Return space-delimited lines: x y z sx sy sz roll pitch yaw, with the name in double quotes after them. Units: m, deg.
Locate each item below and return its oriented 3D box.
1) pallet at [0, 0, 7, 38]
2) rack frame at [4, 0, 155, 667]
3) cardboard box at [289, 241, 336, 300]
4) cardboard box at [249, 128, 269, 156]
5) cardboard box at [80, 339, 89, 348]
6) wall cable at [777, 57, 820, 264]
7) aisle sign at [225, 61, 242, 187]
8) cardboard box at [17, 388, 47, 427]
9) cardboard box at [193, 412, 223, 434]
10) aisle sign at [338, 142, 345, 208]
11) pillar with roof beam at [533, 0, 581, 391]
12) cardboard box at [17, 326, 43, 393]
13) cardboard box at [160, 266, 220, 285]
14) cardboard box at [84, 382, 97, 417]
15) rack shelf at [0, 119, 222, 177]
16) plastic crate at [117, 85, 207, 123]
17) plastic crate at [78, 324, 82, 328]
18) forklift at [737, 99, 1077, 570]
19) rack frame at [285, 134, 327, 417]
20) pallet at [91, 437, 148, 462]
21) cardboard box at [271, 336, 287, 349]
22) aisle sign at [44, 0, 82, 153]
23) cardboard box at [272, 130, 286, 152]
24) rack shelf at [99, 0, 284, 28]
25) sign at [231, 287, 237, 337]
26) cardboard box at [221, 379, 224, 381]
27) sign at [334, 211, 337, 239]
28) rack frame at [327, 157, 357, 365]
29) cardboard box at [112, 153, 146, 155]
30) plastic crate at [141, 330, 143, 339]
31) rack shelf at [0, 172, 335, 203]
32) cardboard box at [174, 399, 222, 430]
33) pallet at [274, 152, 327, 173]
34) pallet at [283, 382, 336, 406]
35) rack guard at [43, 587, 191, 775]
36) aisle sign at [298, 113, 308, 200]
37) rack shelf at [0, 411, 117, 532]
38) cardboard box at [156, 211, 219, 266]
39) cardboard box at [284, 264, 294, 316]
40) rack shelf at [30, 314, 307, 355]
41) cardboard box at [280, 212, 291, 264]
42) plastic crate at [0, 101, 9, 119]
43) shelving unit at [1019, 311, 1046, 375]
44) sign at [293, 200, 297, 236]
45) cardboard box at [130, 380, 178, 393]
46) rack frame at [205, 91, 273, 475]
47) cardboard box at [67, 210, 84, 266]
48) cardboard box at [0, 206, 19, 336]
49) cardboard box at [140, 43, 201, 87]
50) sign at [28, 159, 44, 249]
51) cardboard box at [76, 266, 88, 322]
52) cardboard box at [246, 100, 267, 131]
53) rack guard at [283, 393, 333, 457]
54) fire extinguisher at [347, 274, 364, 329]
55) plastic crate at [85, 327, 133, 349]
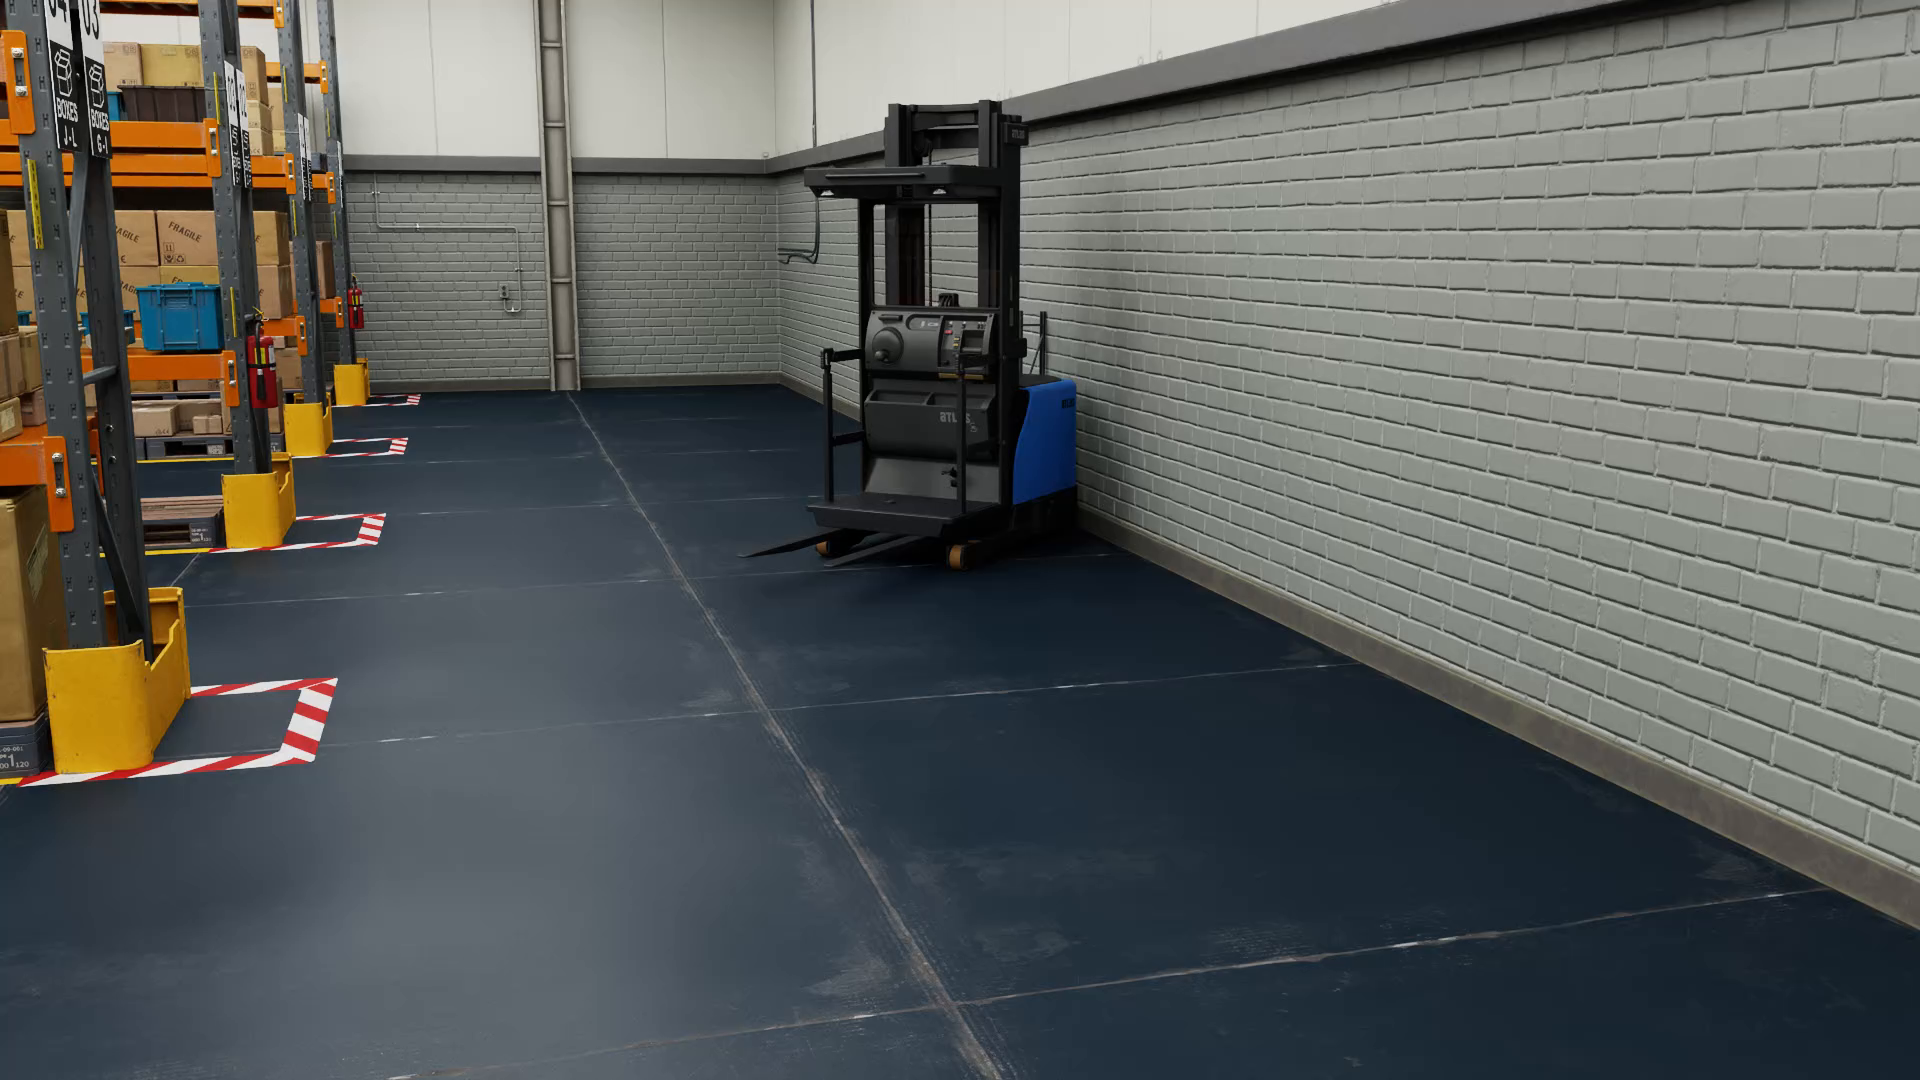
-4.292 -2.051 6.363 1.213 0.211 1.003 -3 11 -16 "pallet"
-3.582 -0.659 6.840 0.127 3.000 1.000 -3 11 -16 "rack frame"
-8.223 -3.362 20.695 0.700 0.700 0.980 -3 11 -13 "cardboard box"
-6.767 -3.711 15.547 0.500 0.250 0.500 -3 11 -16 "cardboard box"
-10.450 -2.341 19.933 0.250 0.149 0.380 -3 11 -14 "cardboard box"
-2.205 -4.889 21.827 0.112 2.526 3.097 -3 11 -16 "wall cable"
-4.816 -2.751 11.025 0.004 0.787 0.394 -3 11 -16 "aisle sign"
-4.016 -0.575 7.077 0.250 0.149 0.380 -3 11 -15 "cardboard box"
-7.215 -1.129 16.004 0.250 0.166 0.380 -3 11 -16 "cardboard box"
-7.583 -4.472 20.373 0.004 0.787 0.394 -3 11 -16 "aisle sign"
-4.182 -5.731 17.823 0.400 9.000 9.100 -3 11 -16 "pillar with roof beam"
-4.119 -0.754 6.950 0.500 0.250 0.500 -3 11 -17 "cardboard box"
-7.199 -2.333 15.660 0.500 0.500 0.500 -3 11 -15 "cardboard box"
-8.386 -1.263 15.803 0.637 0.503 0.797 -3 11 -16 "cardboard box"
-6.887 -2.540 10.761 4.000 0.370 1.077 -3 11 -16 "rack shelf"
-5.414 -2.960 11.415 0.590 0.269 0.497 -3 11 -16 "plastic crate"
-6.278 -1.428 11.582 0.298 0.136 0.250 -3 11 -16 "plastic crate"
-0.300 -1.341 10.737 1.130 2.935 3.031 6 12 28 "forklift"
-6.348 -2.381 16.196 0.127 3.000 1.000 -3 11 -16 "rack frame"
-8.355 -0.904 15.875 1.213 0.211 1.003 -3 11 -16 "pallet"
-8.452 -2.447 20.507 0.250 0.149 0.380 -3 11 -17 "cardboard box"
-3.429 -1.889 6.341 0.004 0.787 0.394 -3 11 -16 "aisle sign"
-8.365 -4.816 20.115 0.500 0.250 0.500 -3 11 -14 "cardboard box"
-8.268 -4.875 15.168 4.000 0.370 1.077 -3 11 -16 "rack shelf"
-4.797 -1.505 10.987 0.005 0.325 0.100 -3 11 -16 "sign"
-8.860 -2.141 20.636 0.500 0.500 0.700 -3 11 -16 "cardboard box"
-7.598 -3.833 20.230 0.005 0.325 0.100 -3 11 -16 "sign"
-7.736 -3.242 20.872 0.127 3.000 1.000 -3 11 -16 "rack frame"
-7.727 -3.660 15.271 0.500 0.250 0.500 -3 11 -16 "cardboard box"
-5.627 -1.463 11.769 0.298 0.136 0.250 -3 11 -16 "plastic crate"
-9.656 -4.262 20.116 4.000 0.370 1.077 -3 11 -16 "rack shelf"
-7.429 -1.242 16.386 0.500 0.250 0.500 -3 11 -16 "cardboard box"
-8.445 -4.634 20.395 1.213 0.211 1.003 -3 11 -16 "pallet"
-8.482 -1.817 20.831 1.213 0.211 1.003 -3 11 -16 "pallet"
-3.559 0.569 7.073 0.348 0.500 1.175 -3 11 -16 "rack guard"
-6.197 -3.610 15.690 0.004 0.787 0.394 -3 11 -16 "aisle sign"
-5.503 -0.204 6.356 4.000 0.370 1.077 -3 11 -16 "rack shelf"
-7.183 -2.826 15.574 0.500 0.500 0.500 -3 11 -14 "cardboard box"
-6.847 -2.454 16.313 0.500 0.500 0.500 -3 11 -15 "cardboard box"
-8.268 -1.926 15.711 4.000 0.370 1.077 -3 11 -16 "rack shelf"
-6.847 -2.945 16.223 0.500 0.500 0.500 -3 11 -14 "cardboard box"
-6.511 -2.935 11.091 0.767 0.338 0.504 -3 11 -16 "plastic crate"
0.065 -0.990 12.676 1.048 1.500 0.538 4 8 24 "shelving unit"
-6.212 -3.008 15.533 0.005 0.325 0.100 -3 11 -16 "sign"
-9.853 -2.087 20.344 0.500 0.500 0.700 -3 11 -15 "cardboard box"
-4.967 -1.520 11.517 0.127 3.000 1.000 -3 11 -16 "rack frame"
-8.173 -2.773 15.286 0.500 0.500 0.500 -3 11 -14 "cardboard box"
-3.977 -1.030 6.377 0.500 0.500 0.500 -3 11 -15 "cardboard box"
-7.340 -4.358 15.610 0.500 0.500 0.700 -3 11 -16 "cardboard box"
-3.444 -1.250 6.198 0.005 0.325 0.100 -3 11 -16 "sign"
-8.163 -2.284 15.390 0.500 0.500 0.500 -3 11 -17 "cardboard box"
-6.770 -3.958 15.510 0.500 0.250 0.500 -3 11 -16 "cardboard box"
-6.421 -1.148 16.401 0.348 0.500 1.175 -3 11 -16 "rack guard"
-7.462 -2.948 20.519 0.183 0.674 0.296 -3 11 -16 "fire extinguisher"
-5.699 -1.347 11.140 0.243 0.136 0.396 -3 11 -16 "plastic crate"
